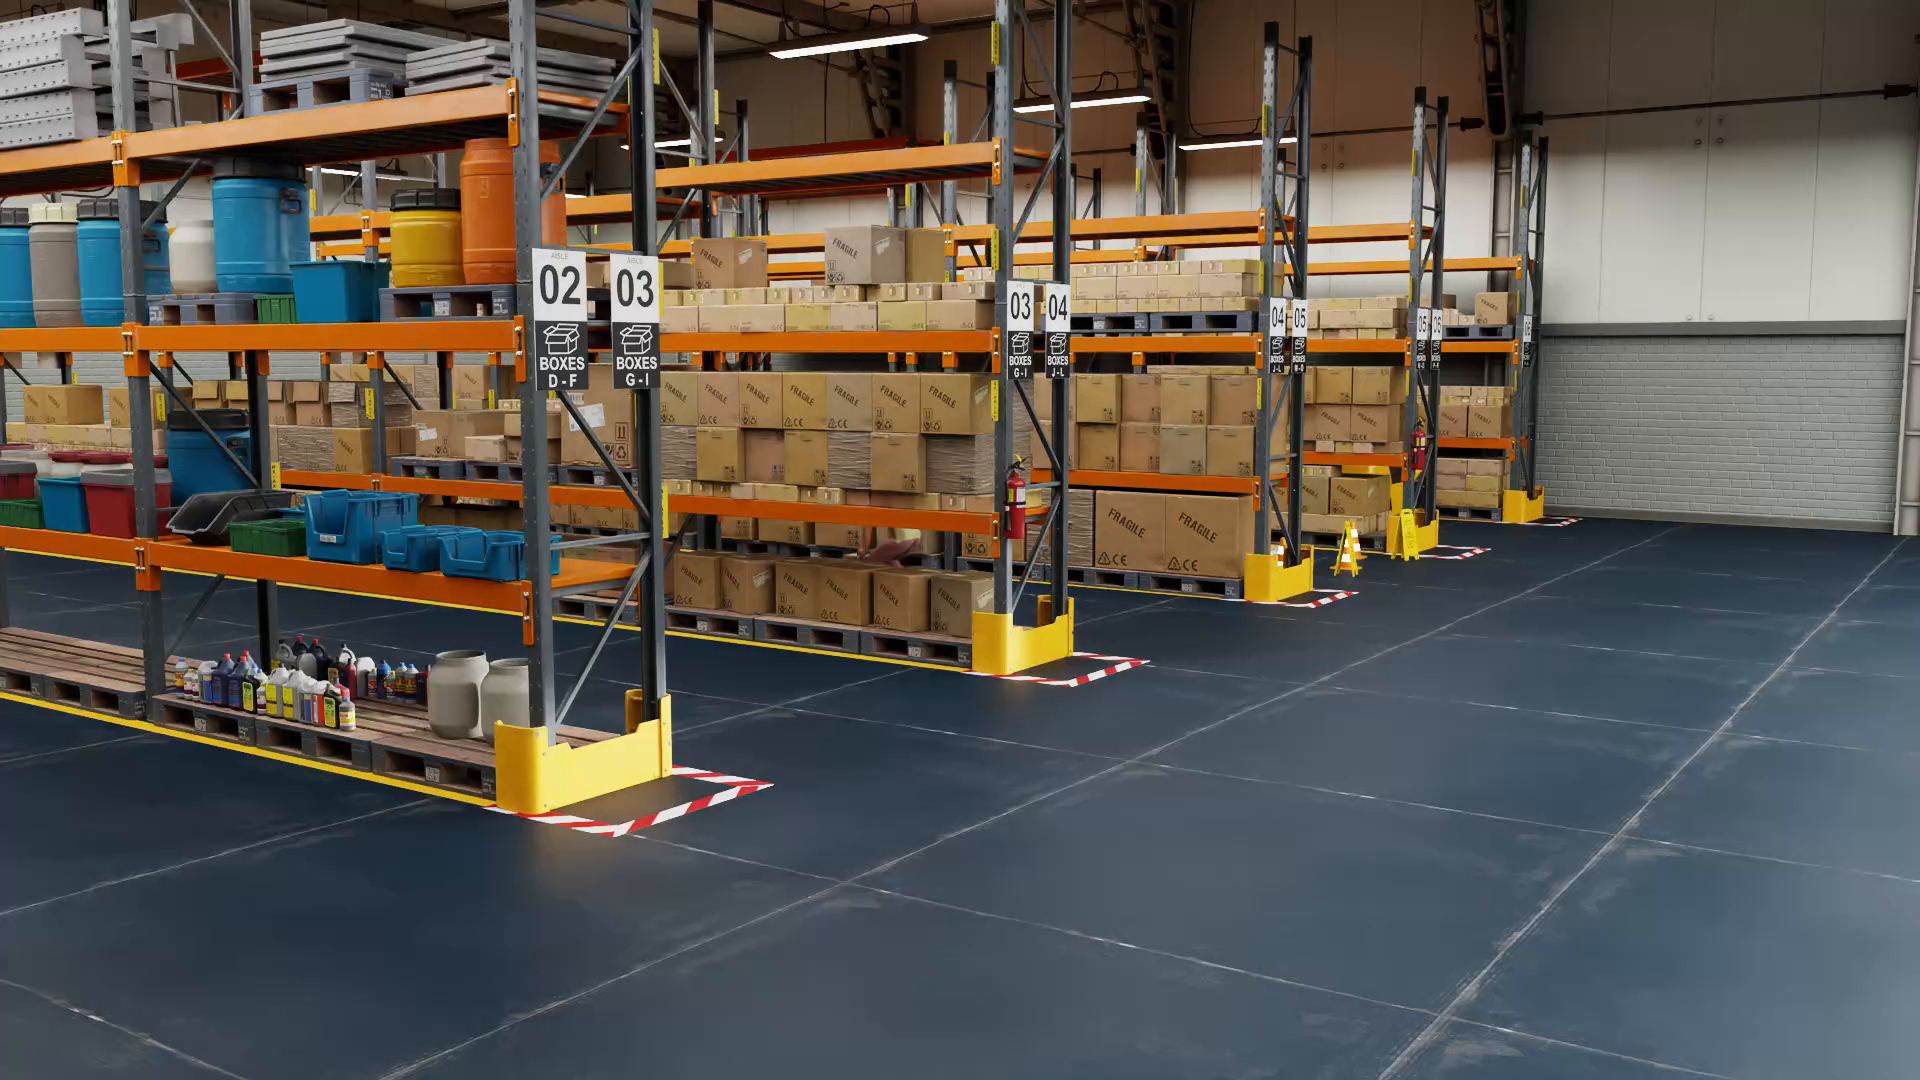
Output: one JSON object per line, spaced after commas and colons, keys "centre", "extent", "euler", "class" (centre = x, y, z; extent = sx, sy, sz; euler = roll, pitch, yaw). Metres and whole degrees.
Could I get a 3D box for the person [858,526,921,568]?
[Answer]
{"centre": [-0.774, 0.016, 17.764], "extent": [0.704, 1.249, 0.511], "euler": [4, 8, 34], "class": "person"}
